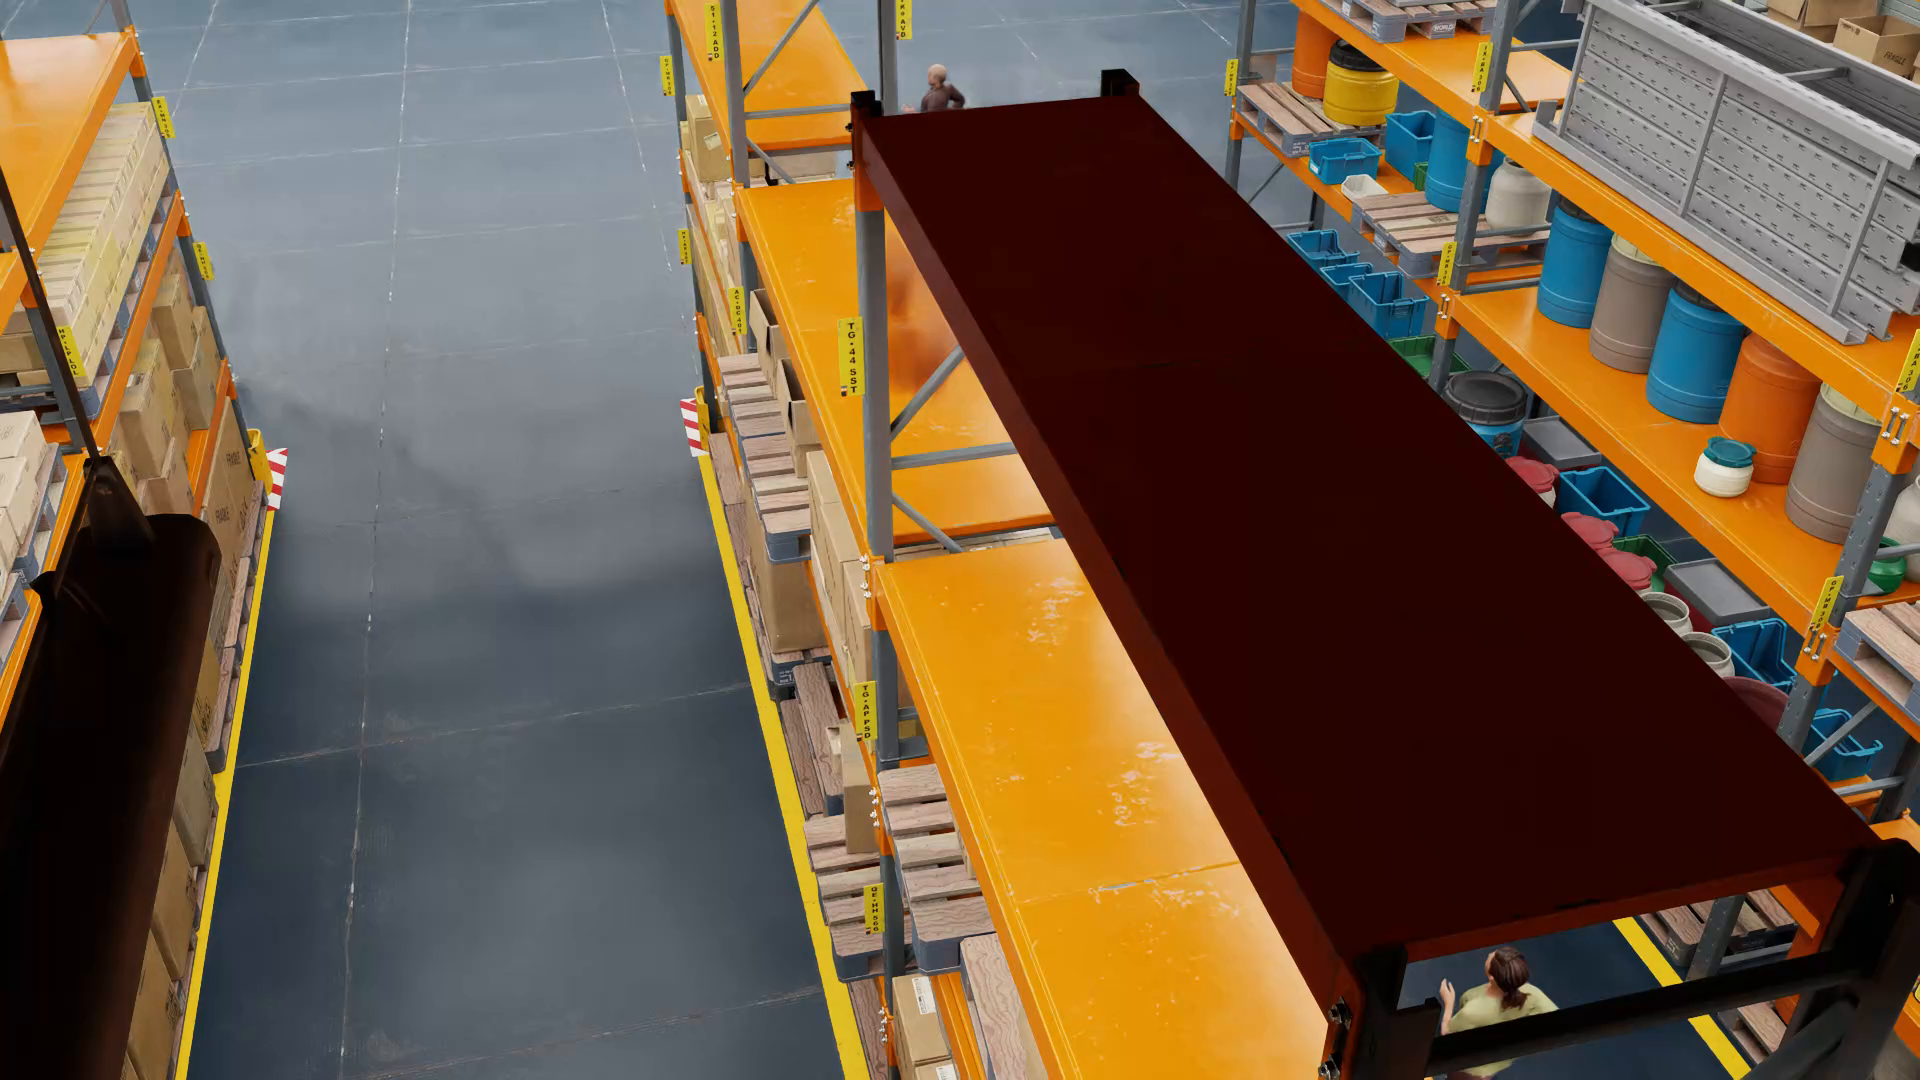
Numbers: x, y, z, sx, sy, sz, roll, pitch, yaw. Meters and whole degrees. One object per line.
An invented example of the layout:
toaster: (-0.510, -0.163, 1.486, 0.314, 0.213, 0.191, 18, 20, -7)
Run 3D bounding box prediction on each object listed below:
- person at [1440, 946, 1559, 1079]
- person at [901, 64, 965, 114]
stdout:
person: (2.711, 2.693, 8.681, 0.549, 1.659, 0.656, -17, 38, -23)
person: (-0.254, -4.589, 19.194, 0.940, 1.826, 0.681, 3, 35, 5)
